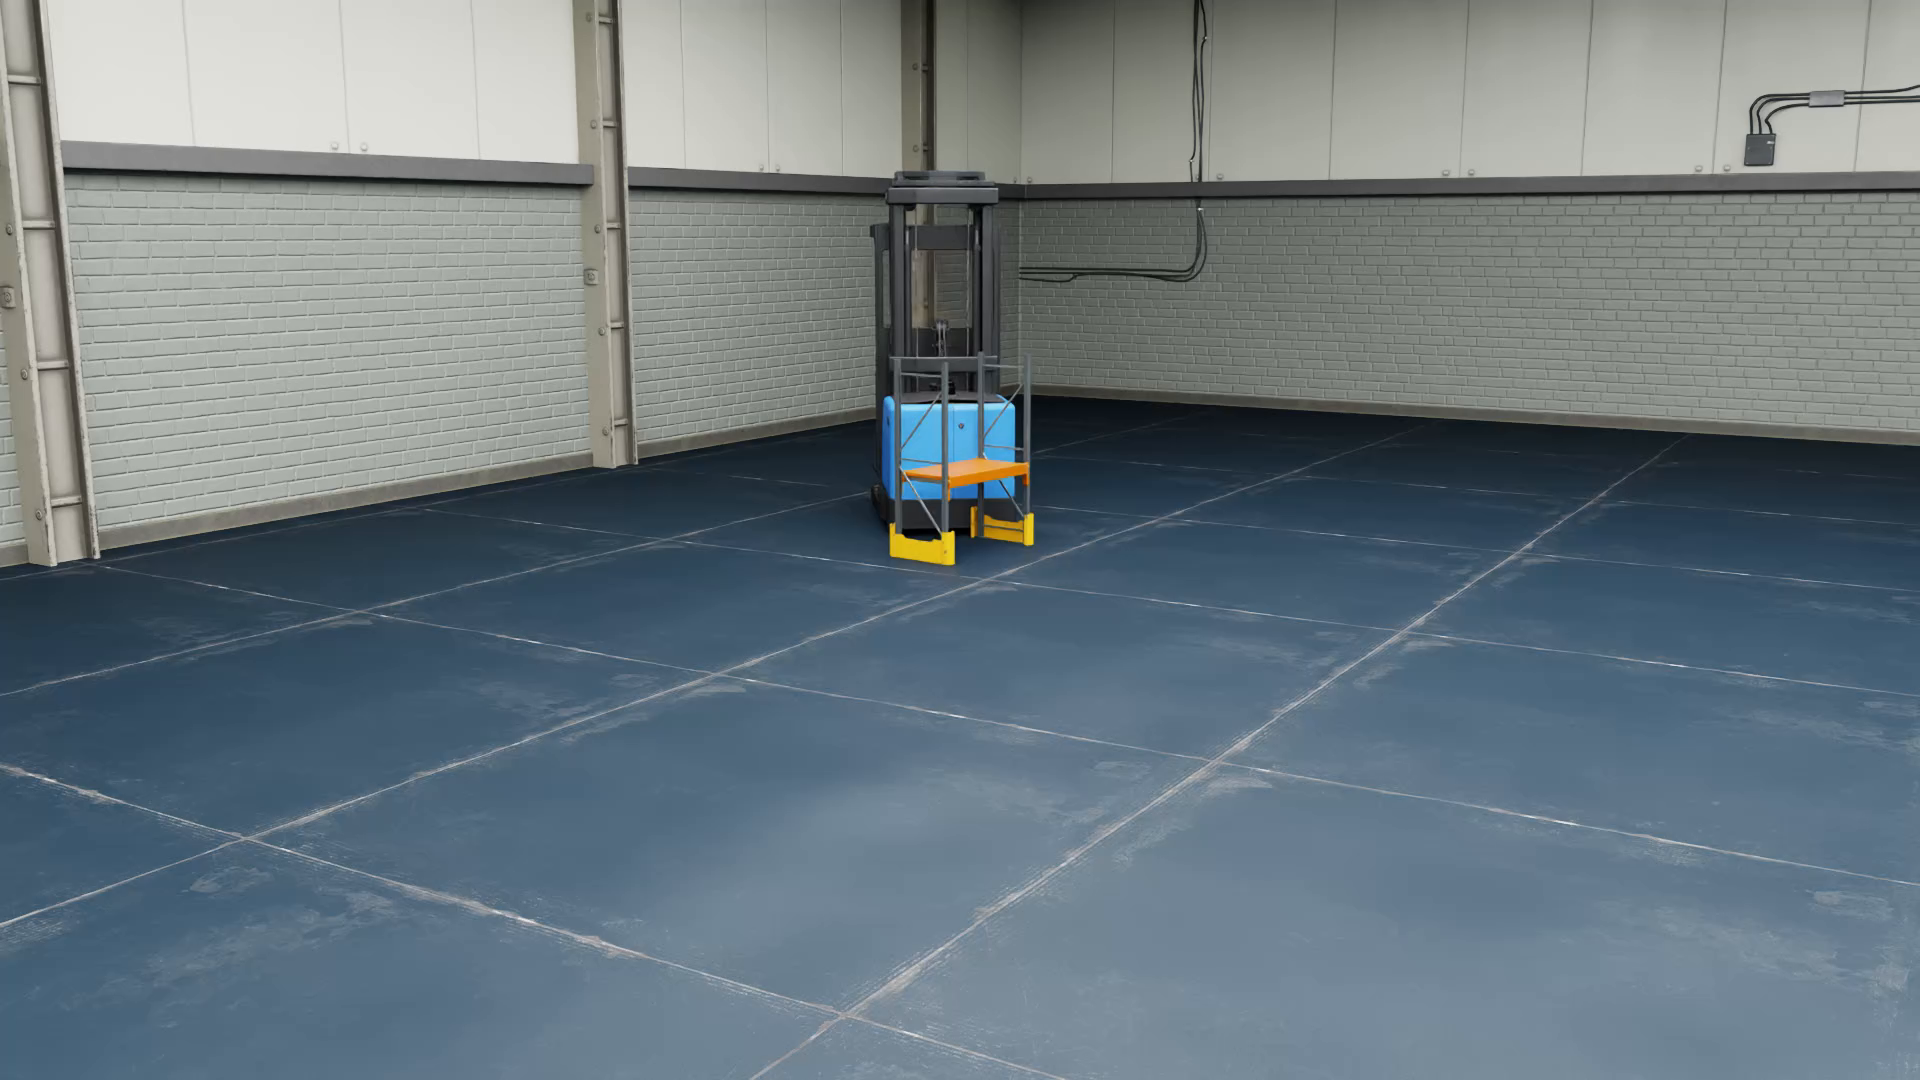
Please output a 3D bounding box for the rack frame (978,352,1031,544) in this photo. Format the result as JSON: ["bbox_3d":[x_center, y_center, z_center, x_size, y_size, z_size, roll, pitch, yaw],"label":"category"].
[{"bbox_3d":[0.347,-0.729,13.188,0.500,1.500,0.032,8,14,38],"label":"rack frame"}]

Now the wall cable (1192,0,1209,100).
[{"bbox_3d":[4.432,-7.195,22.061,3.097,2.526,0.112,6,12,31],"label":"wall cable"}]

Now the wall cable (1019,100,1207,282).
[{"bbox_3d":[2.120,-4.971,23.906,3.097,2.526,0.112,6,12,31],"label":"wall cable"}]

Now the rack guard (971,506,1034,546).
[{"bbox_3d":[0.335,-0.112,13.288,0.587,0.250,0.087,8,14,38],"label":"rack guard"}]

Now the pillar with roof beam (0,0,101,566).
[{"bbox_3d":[-3.091,-3.862,9.543,9.100,9.000,0.400,6,12,31],"label":"pillar with roof beam"}]

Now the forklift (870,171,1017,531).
[{"bbox_3d":[-0.220,-1.743,14.712,1.130,2.935,3.031,-1,11,-6],"label":"forklift"}]

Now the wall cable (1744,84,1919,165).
[{"bbox_3d":[10.225,-7.260,18.449,2.305,6.003,0.169,6,12,31],"label":"wall cable"}]

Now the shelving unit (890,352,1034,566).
[{"bbox_3d":[0.023,-0.655,12.791,0.587,1.500,1.083,8,14,38],"label":"shelving unit"}]

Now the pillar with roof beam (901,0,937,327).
[{"bbox_3d":[3.139,-5.749,19.623,9.100,9.000,0.400,6,12,31],"label":"pillar with roof beam"}]

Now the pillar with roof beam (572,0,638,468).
[{"bbox_3d":[0.024,-4.806,14.583,9.100,9.000,0.400,6,12,31],"label":"pillar with roof beam"}]

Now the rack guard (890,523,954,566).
[{"bbox_3d":[-0.289,0.031,12.524,0.587,0.250,0.087,8,14,38],"label":"rack guard"}]

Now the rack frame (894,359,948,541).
[{"bbox_3d":[-0.290,-0.583,12.408,0.500,1.500,0.032,8,14,38],"label":"rack frame"}]

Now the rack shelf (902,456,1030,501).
[{"bbox_3d":[0.029,-0.479,12.831,0.538,0.185,1.000,8,14,38],"label":"rack shelf"}]
